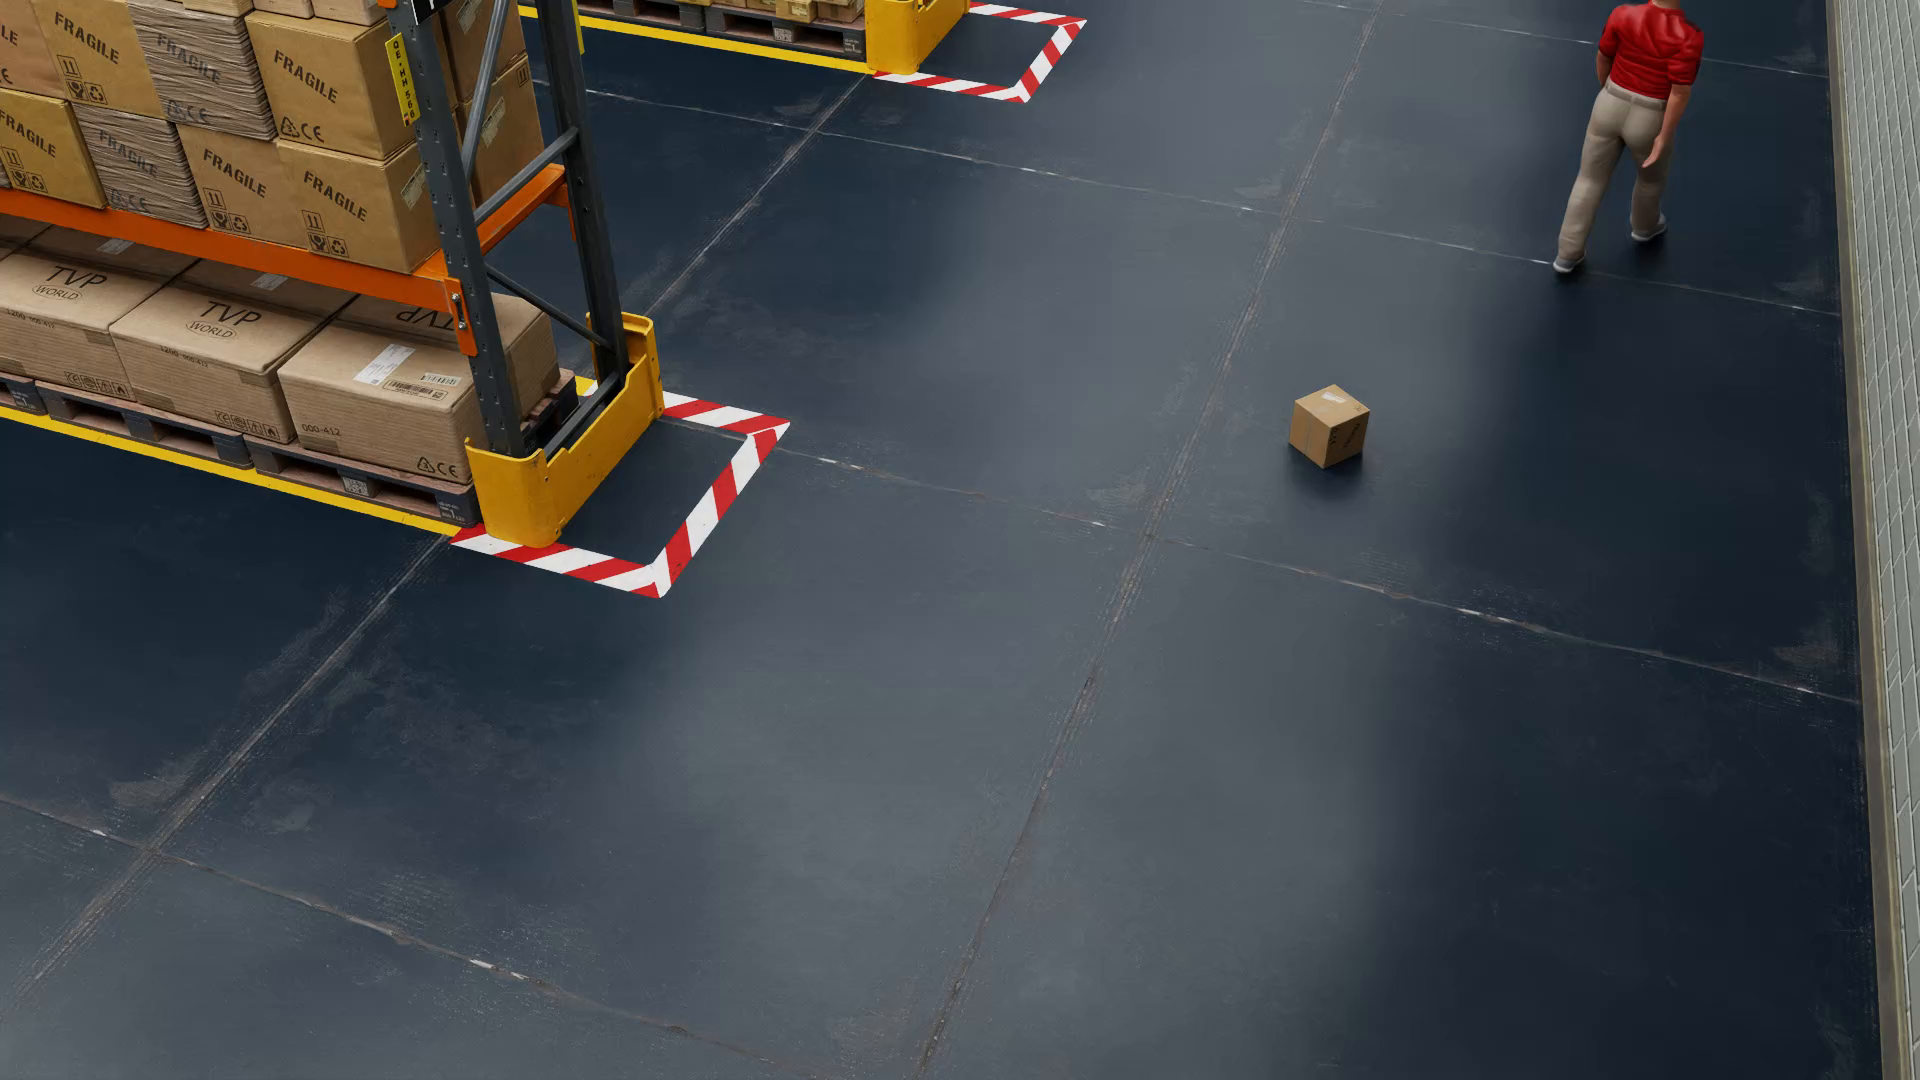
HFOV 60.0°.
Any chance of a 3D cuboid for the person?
[{"bbox_3d":[3.590,-2.283,8.756,0.539,1.687,0.896,26,48,27],"label":"person"}]
